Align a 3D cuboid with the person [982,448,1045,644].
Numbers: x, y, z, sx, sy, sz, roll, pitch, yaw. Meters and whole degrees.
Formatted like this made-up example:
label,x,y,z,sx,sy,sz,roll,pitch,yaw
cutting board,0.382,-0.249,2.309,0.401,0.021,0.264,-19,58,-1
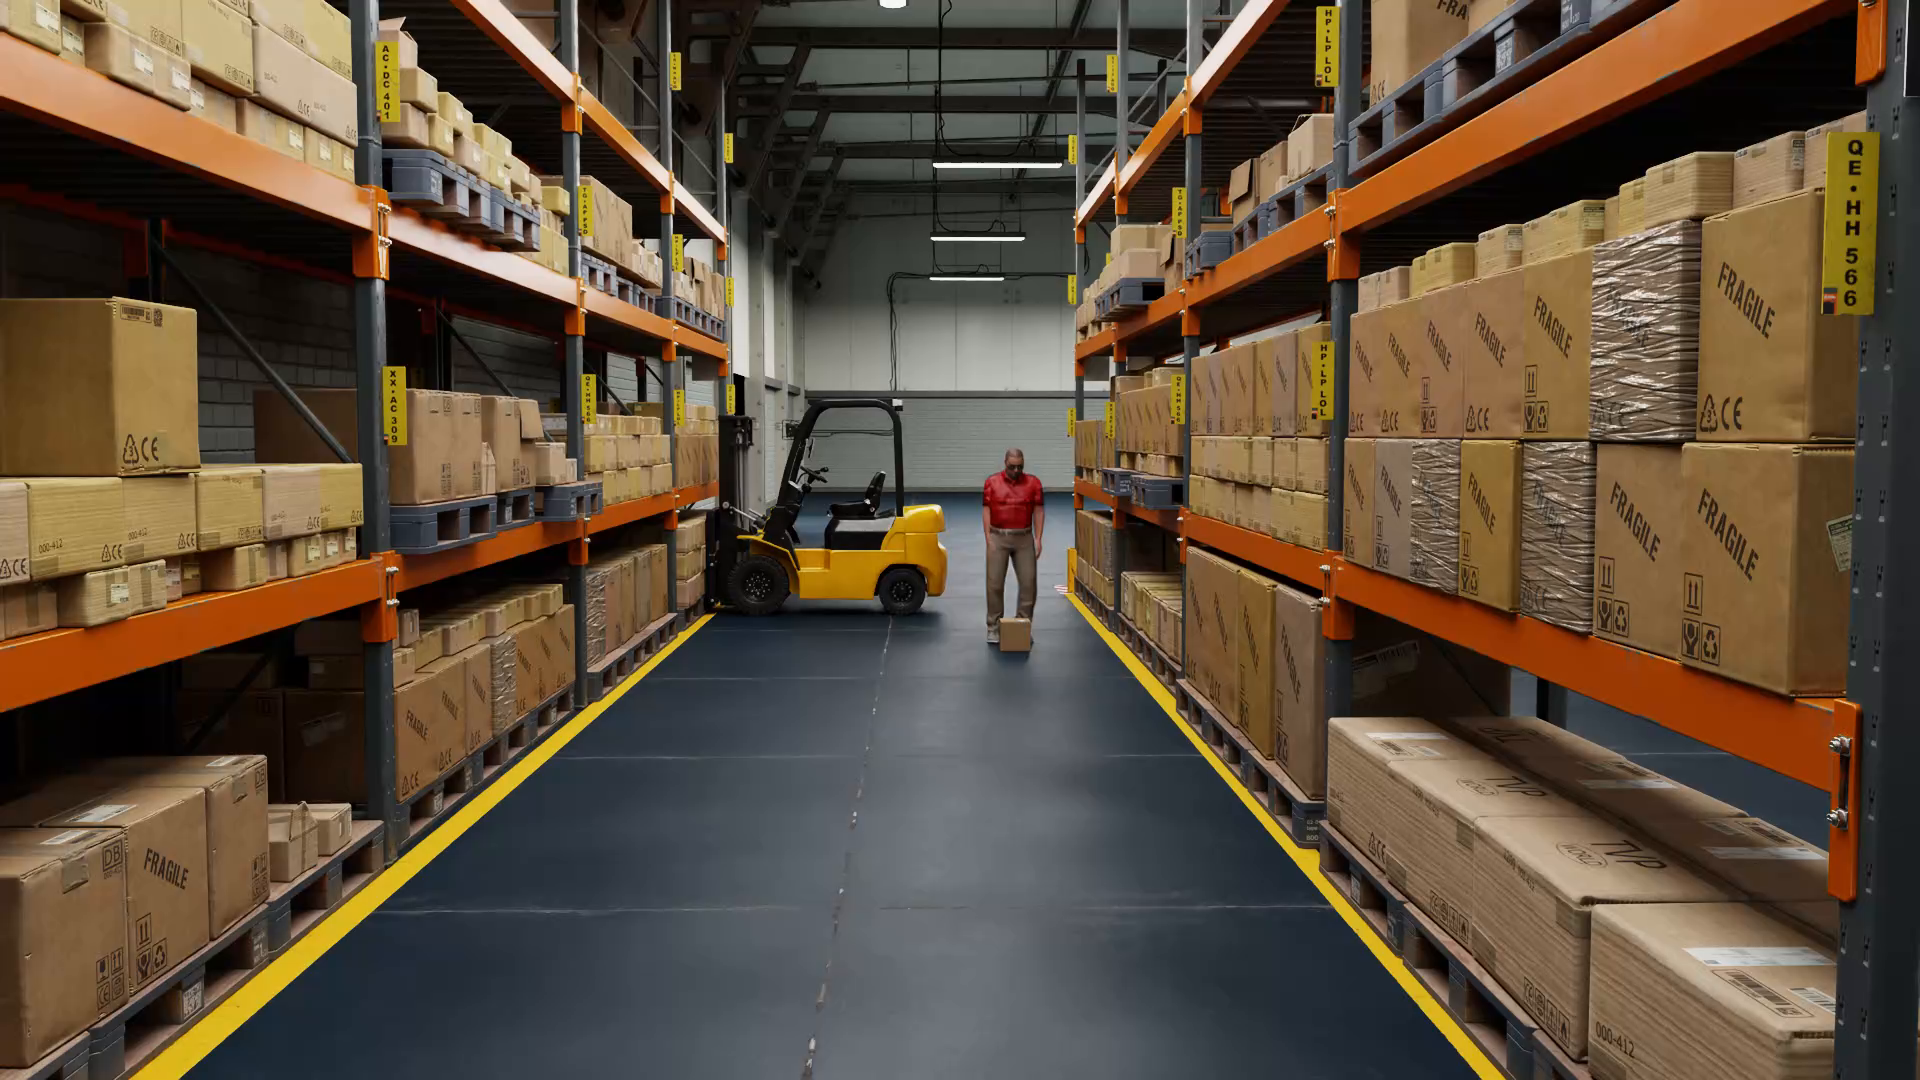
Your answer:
label,x,y,z,sx,sy,sz,roll,pitch,yaw
person,0.465,0.047,14.449,0.547,1.699,0.383,0,4,-1
